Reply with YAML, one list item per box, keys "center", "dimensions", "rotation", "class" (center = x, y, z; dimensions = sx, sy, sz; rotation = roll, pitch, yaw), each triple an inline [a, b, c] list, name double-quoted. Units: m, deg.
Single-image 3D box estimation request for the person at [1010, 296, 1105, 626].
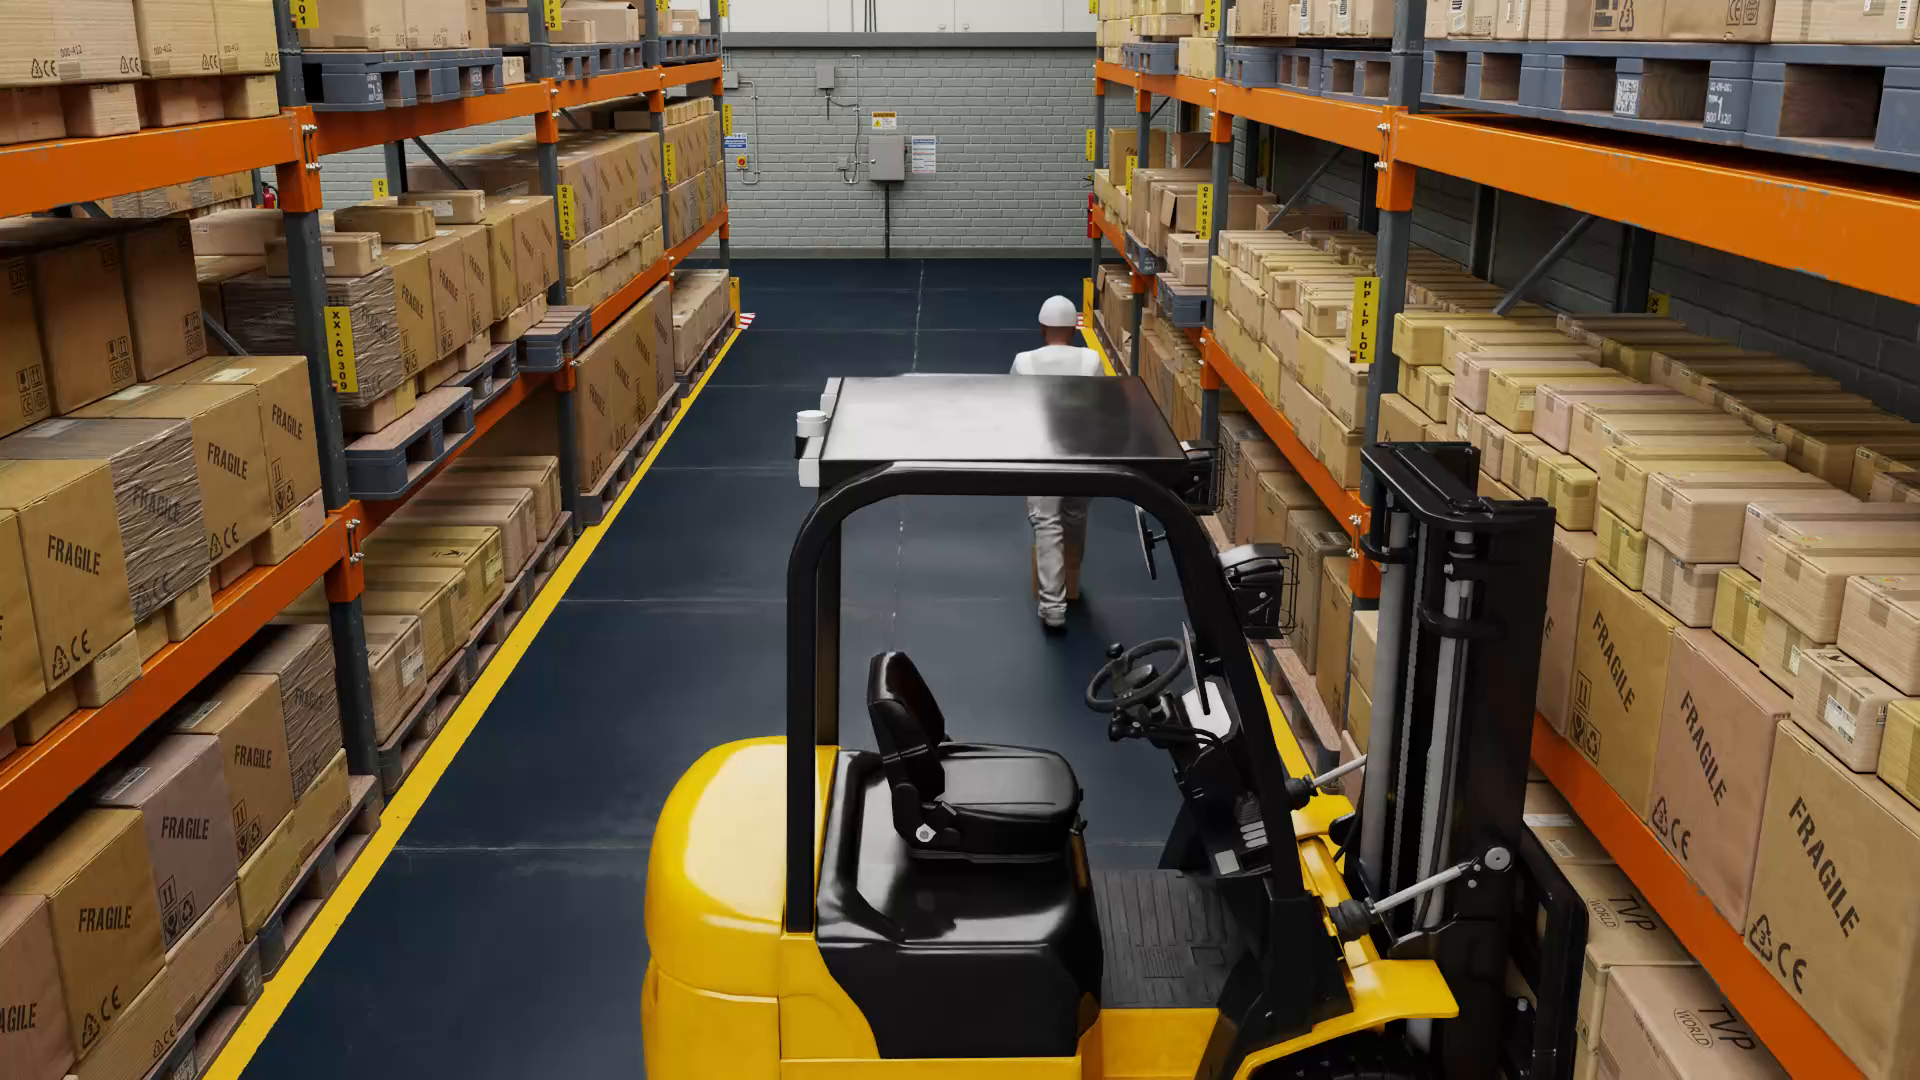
- center: [0.524, -0.483, 9.145]
  dimensions: [0.565, 1.706, 1.129]
  rotation: [-1, 17, -4]
  class: "person"
